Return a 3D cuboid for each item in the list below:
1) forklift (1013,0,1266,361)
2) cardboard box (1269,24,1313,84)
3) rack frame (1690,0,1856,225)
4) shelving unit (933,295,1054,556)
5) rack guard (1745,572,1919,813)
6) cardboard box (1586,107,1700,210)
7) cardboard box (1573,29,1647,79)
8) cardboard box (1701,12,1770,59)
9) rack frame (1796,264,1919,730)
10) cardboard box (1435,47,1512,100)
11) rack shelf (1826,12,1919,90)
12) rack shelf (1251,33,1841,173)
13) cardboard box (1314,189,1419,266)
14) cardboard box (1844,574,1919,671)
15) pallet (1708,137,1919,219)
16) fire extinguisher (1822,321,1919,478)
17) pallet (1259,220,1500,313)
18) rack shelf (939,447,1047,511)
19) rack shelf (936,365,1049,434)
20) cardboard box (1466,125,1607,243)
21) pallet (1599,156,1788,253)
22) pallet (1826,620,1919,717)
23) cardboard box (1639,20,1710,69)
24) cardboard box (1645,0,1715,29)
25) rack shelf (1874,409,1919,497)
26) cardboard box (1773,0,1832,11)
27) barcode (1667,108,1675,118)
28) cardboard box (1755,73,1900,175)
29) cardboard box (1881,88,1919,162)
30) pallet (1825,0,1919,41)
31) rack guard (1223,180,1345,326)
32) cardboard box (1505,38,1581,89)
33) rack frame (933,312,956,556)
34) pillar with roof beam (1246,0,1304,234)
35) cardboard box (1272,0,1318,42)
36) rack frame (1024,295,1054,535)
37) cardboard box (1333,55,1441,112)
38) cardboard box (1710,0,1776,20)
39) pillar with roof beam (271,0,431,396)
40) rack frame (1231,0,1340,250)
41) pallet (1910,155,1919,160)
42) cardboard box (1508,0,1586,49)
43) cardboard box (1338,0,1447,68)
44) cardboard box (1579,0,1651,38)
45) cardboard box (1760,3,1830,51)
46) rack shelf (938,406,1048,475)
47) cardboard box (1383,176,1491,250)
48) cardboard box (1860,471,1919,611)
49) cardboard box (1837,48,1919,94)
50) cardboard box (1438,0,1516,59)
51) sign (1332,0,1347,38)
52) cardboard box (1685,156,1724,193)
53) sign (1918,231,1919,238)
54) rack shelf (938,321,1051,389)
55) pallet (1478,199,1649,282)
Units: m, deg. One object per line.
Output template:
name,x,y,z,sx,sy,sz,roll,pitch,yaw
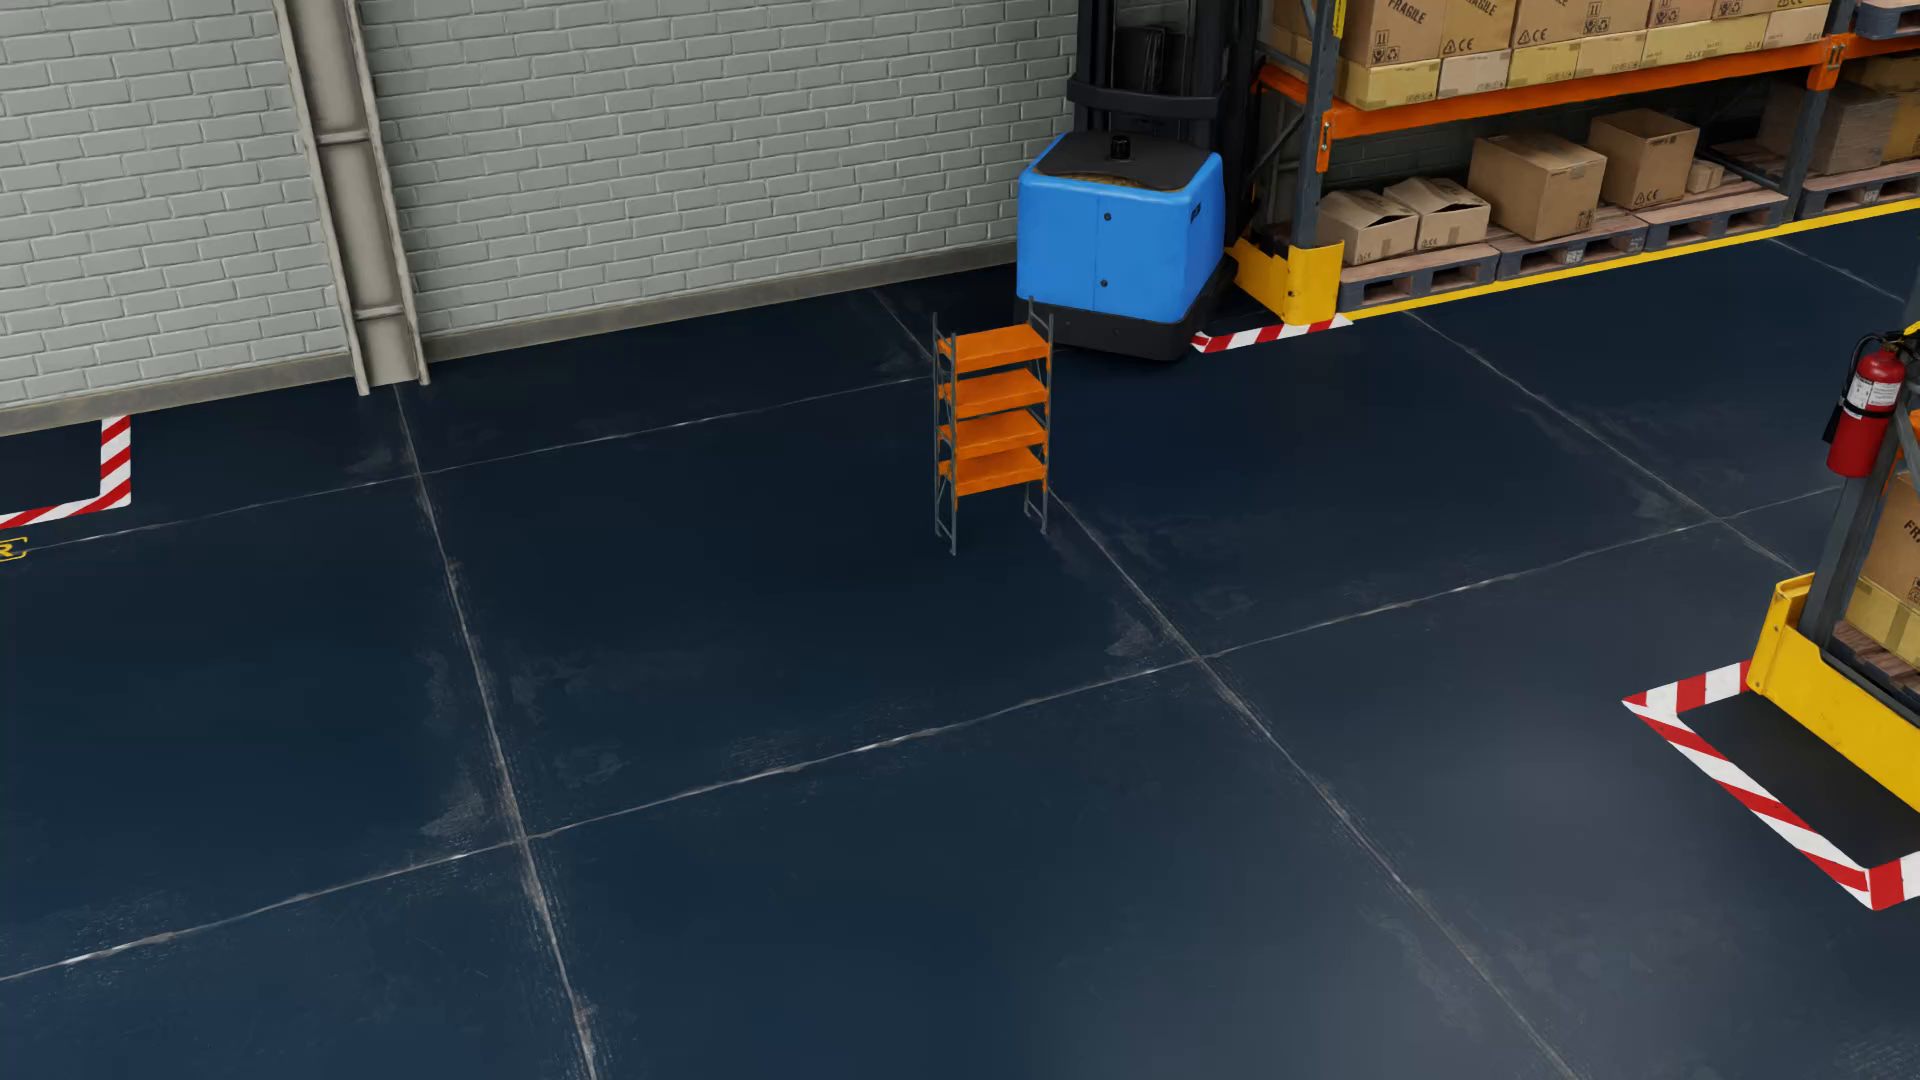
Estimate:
forklift,1.333,-3.070,10.281,1.130,2.935,3.031,12,35,18
cardboard box,2.266,-3.026,10.269,0.500,0.250,0.500,-12,35,-18
rack frame,5.598,-3.728,11.230,0.127,3.000,1.000,-13,35,-19
shelving unit,0.153,-0.538,7.976,0.503,1.200,0.258,-13,35,-19
rack guard,3.809,0.659,6.779,0.348,0.500,1.175,-13,35,-19
cardboard box,4.657,-2.626,11.424,0.500,0.500,0.500,-16,36,-22
cardboard box,3.895,-3.100,10.383,0.500,0.250,0.500,-13,35,-19
cardboard box,4.816,-3.320,10.722,0.500,0.250,0.500,-13,35,-19
rack frame,3.831,-0.394,6.105,0.127,3.000,1.000,-13,35,-19
cardboard box,2.956,-2.890,10.060,0.500,0.250,0.500,-14,36,-20
rack shelf,7.442,-3.849,12.075,4.000,0.370,1.077,-13,35,-19
rack shelf,3.754,-3.005,10.777,4.000,0.370,1.077,-13,35,-19
cardboard box,2.583,-2.042,10.700,0.500,0.311,0.500,-17,37,-24
cardboard box,4.211,0.321,7.142,0.500,0.250,0.500,-13,35,-19
pallet,6.315,-2.725,12.244,1.213,0.211,1.003,-13,35,-19
fire extinguisher,3.542,-0.570,6.446,0.183,0.674,0.296,-13,35,-19
pallet,2.743,-1.885,10.953,1.213,0.211,1.003,-13,35,-19
rack shelf,0.153,-0.315,8.121,0.480,0.148,0.258,-13,35,-19
rack shelf,0.153,-0.669,7.891,0.480,0.148,0.258,-13,35,-19
cardboard box,3.804,-2.372,11.033,0.500,0.500,0.700,-15,36,-22
pallet,4.993,-2.400,11.745,1.213,0.211,1.003,-13,35,-19
pallet,4.520,0.593,7.146,1.213,0.211,1.003,-13,35,-19
cardboard box,4.358,-3.207,10.547,0.500,0.250,0.500,-13,35,-19
cardboard box,4.355,-3.524,10.347,0.500,0.500,0.500,-14,36,-20
rack shelf,5.675,-0.514,6.950,4.000,0.370,1.077,-13,35,-19
cardboard box,5.282,-3.733,10.668,0.500,0.500,0.500,-13,35,-19
barcode,5.007,-3.006,11.715,0.075,0.075,0.001,-13,35,-19
cardboard box,6.270,-3.029,12.043,0.500,0.500,0.700,-12,35,-17
cardboard box,6.727,-3.163,12.250,0.500,0.500,0.700,-14,35,-20
pallet,6.359,-3.736,11.418,1.213,0.211,1.003,-13,35,-19
rack guard,1.980,-1.852,10.638,0.348,0.500,1.175,-13,35,-19
cardboard box,3.428,-2.994,10.221,0.500,0.250,0.500,-13,35,-20
rack frame,-0.072,-0.486,7.897,0.015,1.200,0.240,-13,35,-19
pillar with roof beam,3.887,-3.816,5.864,0.400,9.000,9.100,-13,35,-19
cardboard box,2.262,-3.350,10.080,0.500,0.500,0.500,-13,35,-19
rack frame,0.378,-0.589,8.056,0.015,1.200,0.240,-13,35,-19
cardboard box,2.483,-2.773,9.880,0.500,0.250,0.500,-14,36,-20
cardboard box,4.824,-3.625,10.502,0.500,0.500,0.500,-13,35,-19
pillar with roof beam,-1.645,-2.550,3.917,0.400,9.000,9.100,-13,35,-19
rack frame,1.910,-2.884,9.932,0.127,3.000,1.000,-13,35,-19
pallet,7.442,-2.984,12.643,1.213,0.211,1.003,-13,35,-19
cardboard box,3.405,-3.299,10.001,0.500,0.500,0.500,-14,36,-20
cardboard box,2.466,-3.093,9.685,0.500,0.500,0.500,-13,35,-19
cardboard box,3.876,-3.414,10.178,0.500,0.500,0.500,-12,35,-17
cardboard box,5.279,-3.422,10.877,0.500,0.250,0.500,-13,35,-19
rack shelf,0.153,-0.481,8.013,0.480,0.148,0.258,-13,35,-19
cardboard box,3.108,-2.162,10.885,0.500,0.311,0.500,-10,34,-15
cardboard box,4.210,0.006,6.940,0.500,0.500,0.500,-13,35,-19
cardboard box,6.675,-3.438,11.984,0.500,0.250,0.500,-14,35,-20
cardboard box,2.926,-3.193,9.838,0.500,0.500,0.500,-13,35,-19
sign,2.120,-2.974,9.277,0.005,0.325,0.100,-13,35,-19
cardboard box,5.116,-2.597,11.686,0.250,0.166,0.380,-18,37,-25
sign,3.634,-1.254,6.148,0.005,0.325,0.100,-13,35,-19
rack shelf,0.153,-0.867,7.762,0.480,0.148,0.258,-13,35,-19
pallet,3.866,-2.140,11.346,1.213,0.211,1.003,-13,35,-19
